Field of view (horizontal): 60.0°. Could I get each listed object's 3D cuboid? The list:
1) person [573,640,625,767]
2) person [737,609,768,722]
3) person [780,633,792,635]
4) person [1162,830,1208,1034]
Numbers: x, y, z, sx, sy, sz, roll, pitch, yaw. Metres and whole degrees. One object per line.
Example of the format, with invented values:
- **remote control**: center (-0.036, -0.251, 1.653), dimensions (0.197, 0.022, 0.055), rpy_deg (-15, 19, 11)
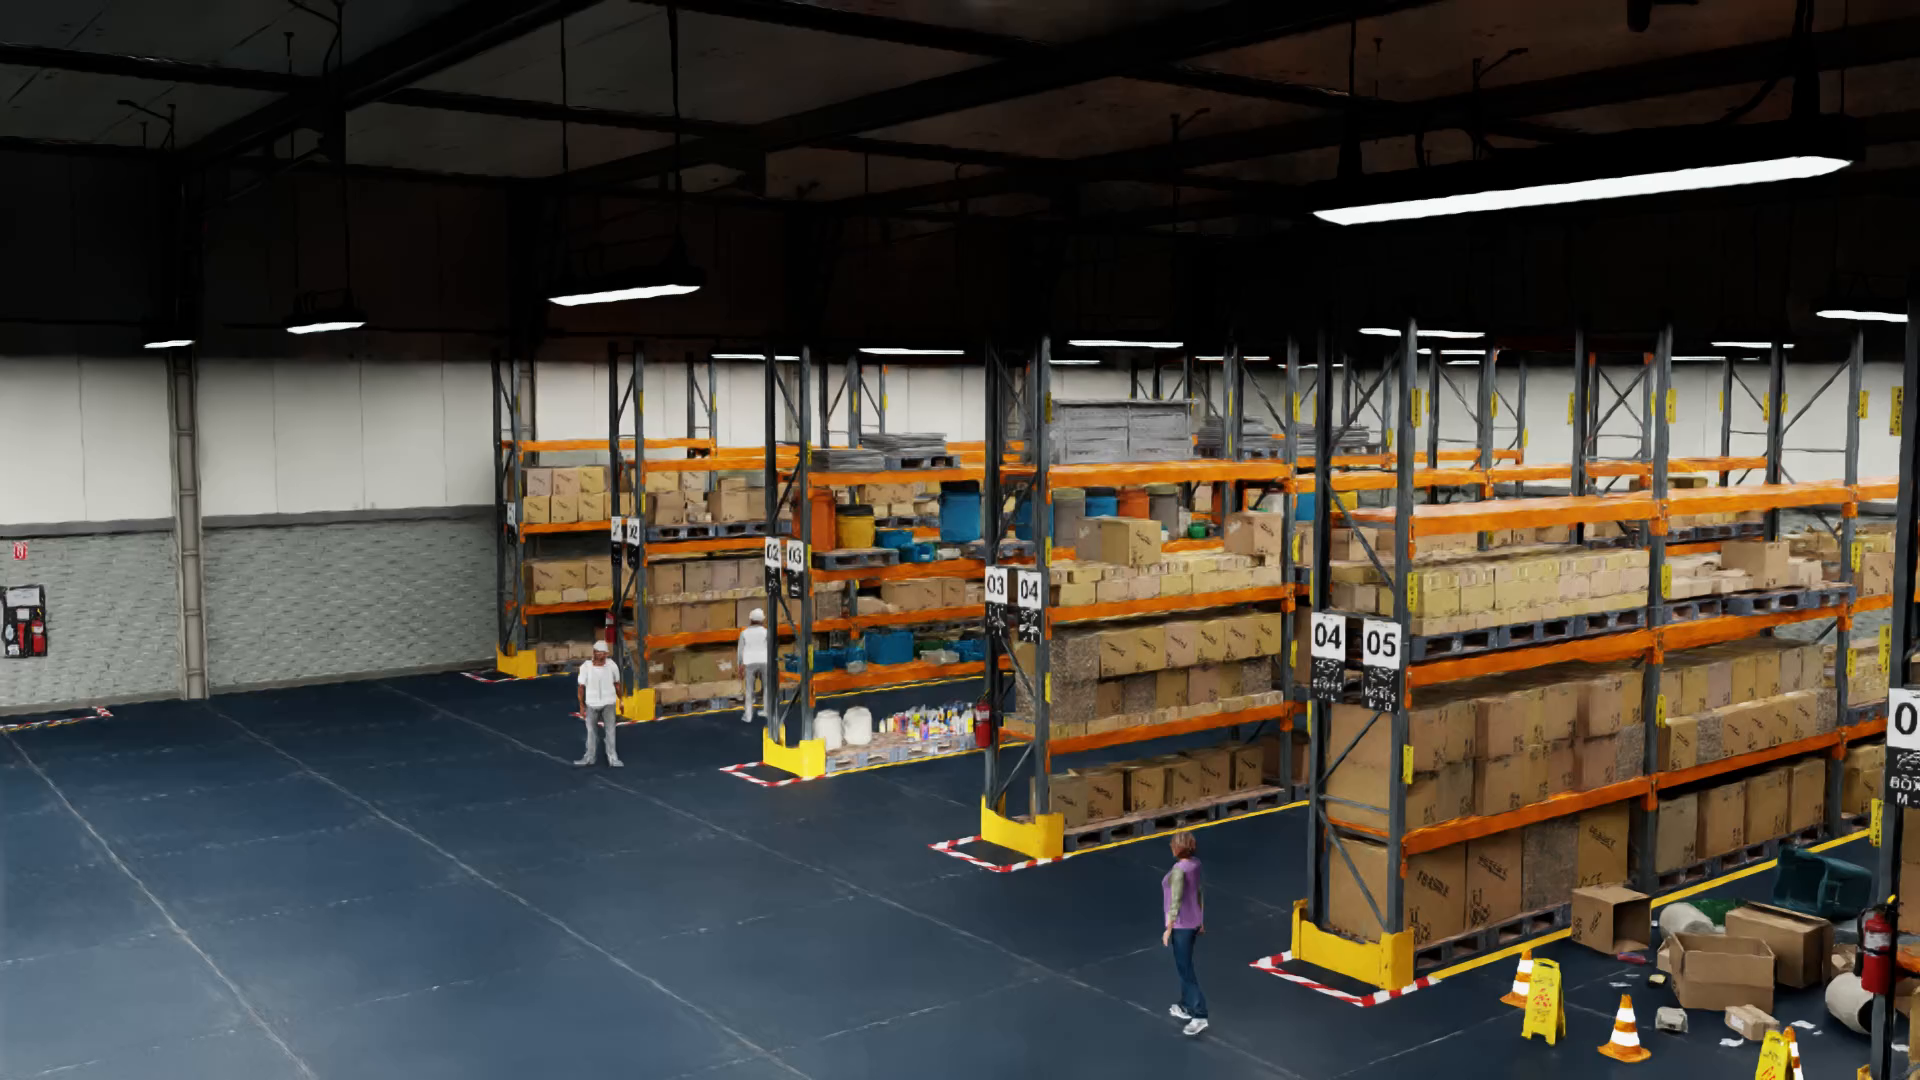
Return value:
- **person**: center (-5.004, 2.259, 23.010), dimensions (0.708, 1.770, 0.423), rpy_deg (-1, 5, -12)
- **person**: center (-3.228, 1.960, 26.292), dimensions (0.578, 1.775, 0.494), rpy_deg (-1, 5, -6)
- **person**: center (-3.215, 1.659, 30.398), dimensions (0.523, 1.666, 0.480), rpy_deg (-1, 5, -6)
- **person**: center (1.856, 3.186, 13.608), dimensions (0.437, 1.594, 0.602), rpy_deg (3, 6, 27)
